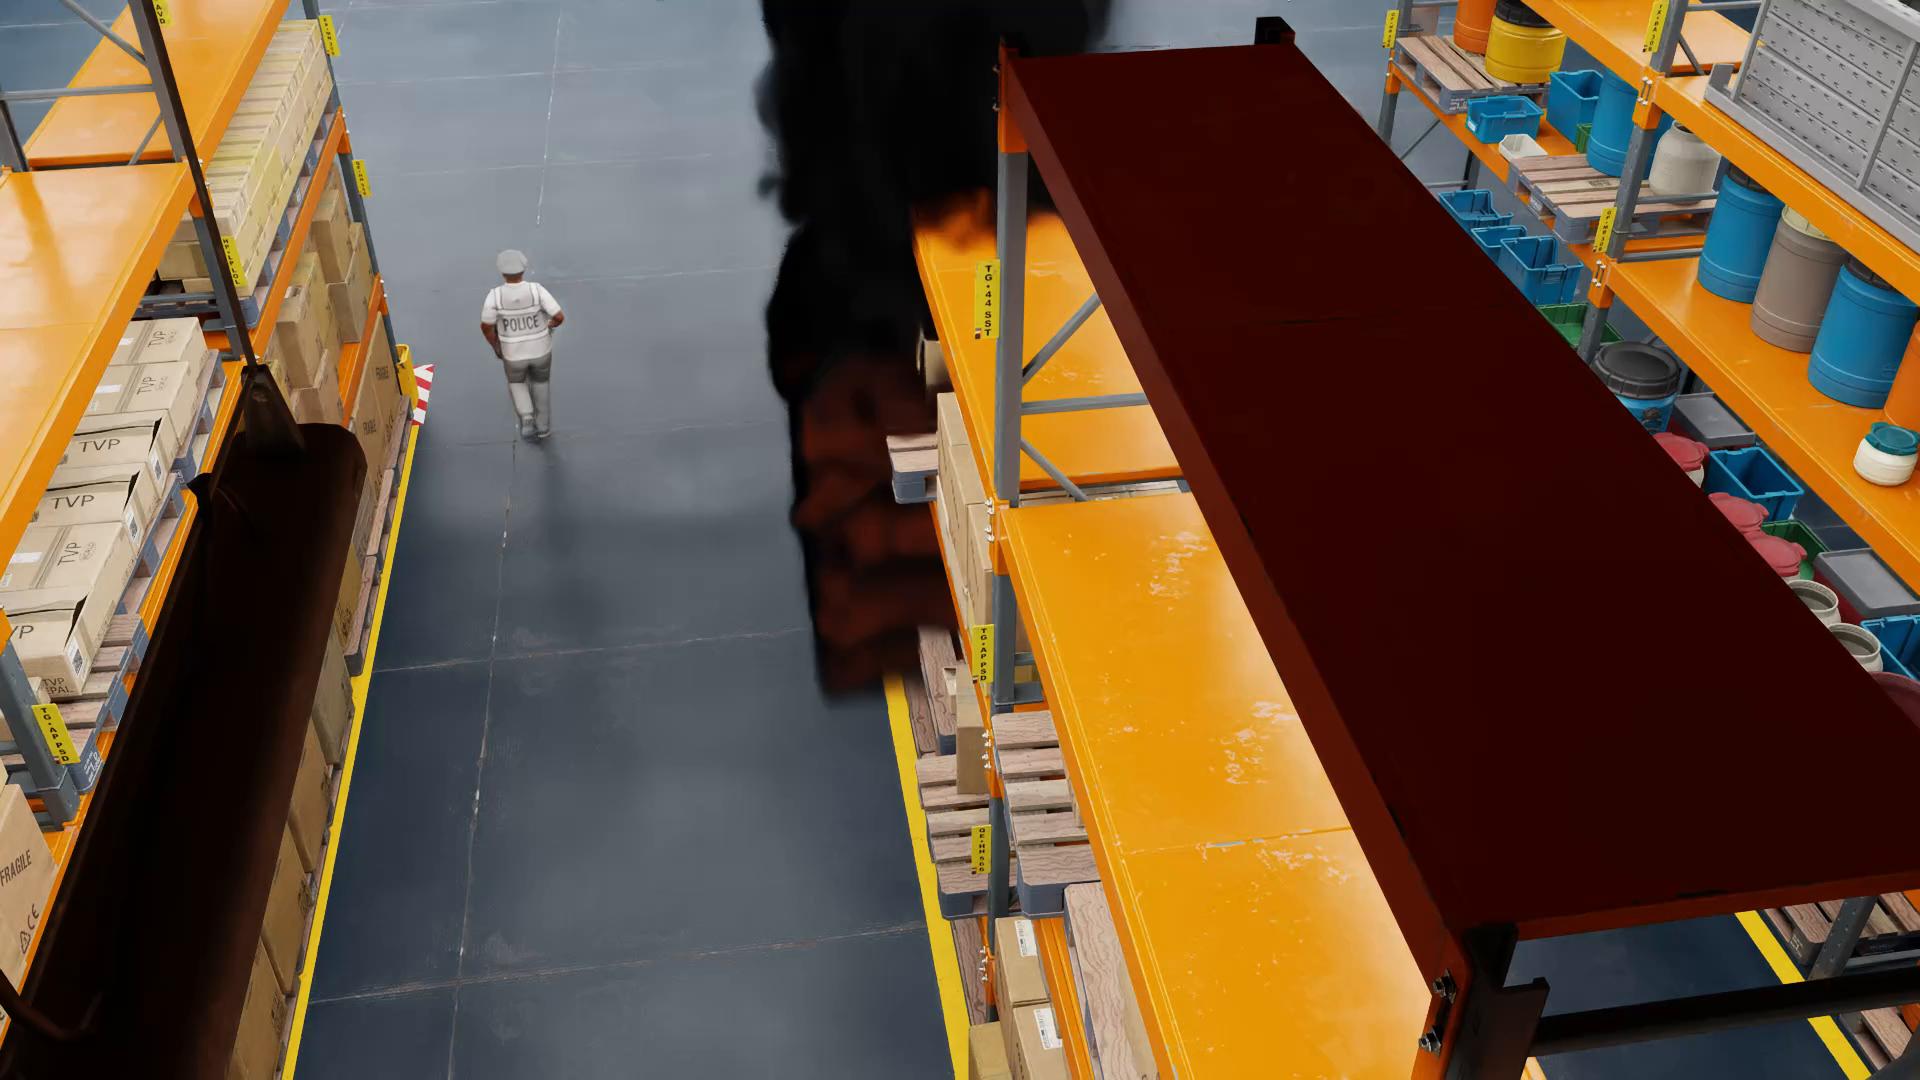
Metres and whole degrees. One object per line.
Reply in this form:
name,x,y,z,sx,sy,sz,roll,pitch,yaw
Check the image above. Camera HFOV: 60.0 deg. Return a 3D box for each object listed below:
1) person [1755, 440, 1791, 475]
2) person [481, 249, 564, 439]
person,6.582,-0.825,13.244,0.524,1.558,0.537,-6,37,-8
person,-3.676,-1.629,14.113,0.681,1.738,0.601,-10,38,-14
